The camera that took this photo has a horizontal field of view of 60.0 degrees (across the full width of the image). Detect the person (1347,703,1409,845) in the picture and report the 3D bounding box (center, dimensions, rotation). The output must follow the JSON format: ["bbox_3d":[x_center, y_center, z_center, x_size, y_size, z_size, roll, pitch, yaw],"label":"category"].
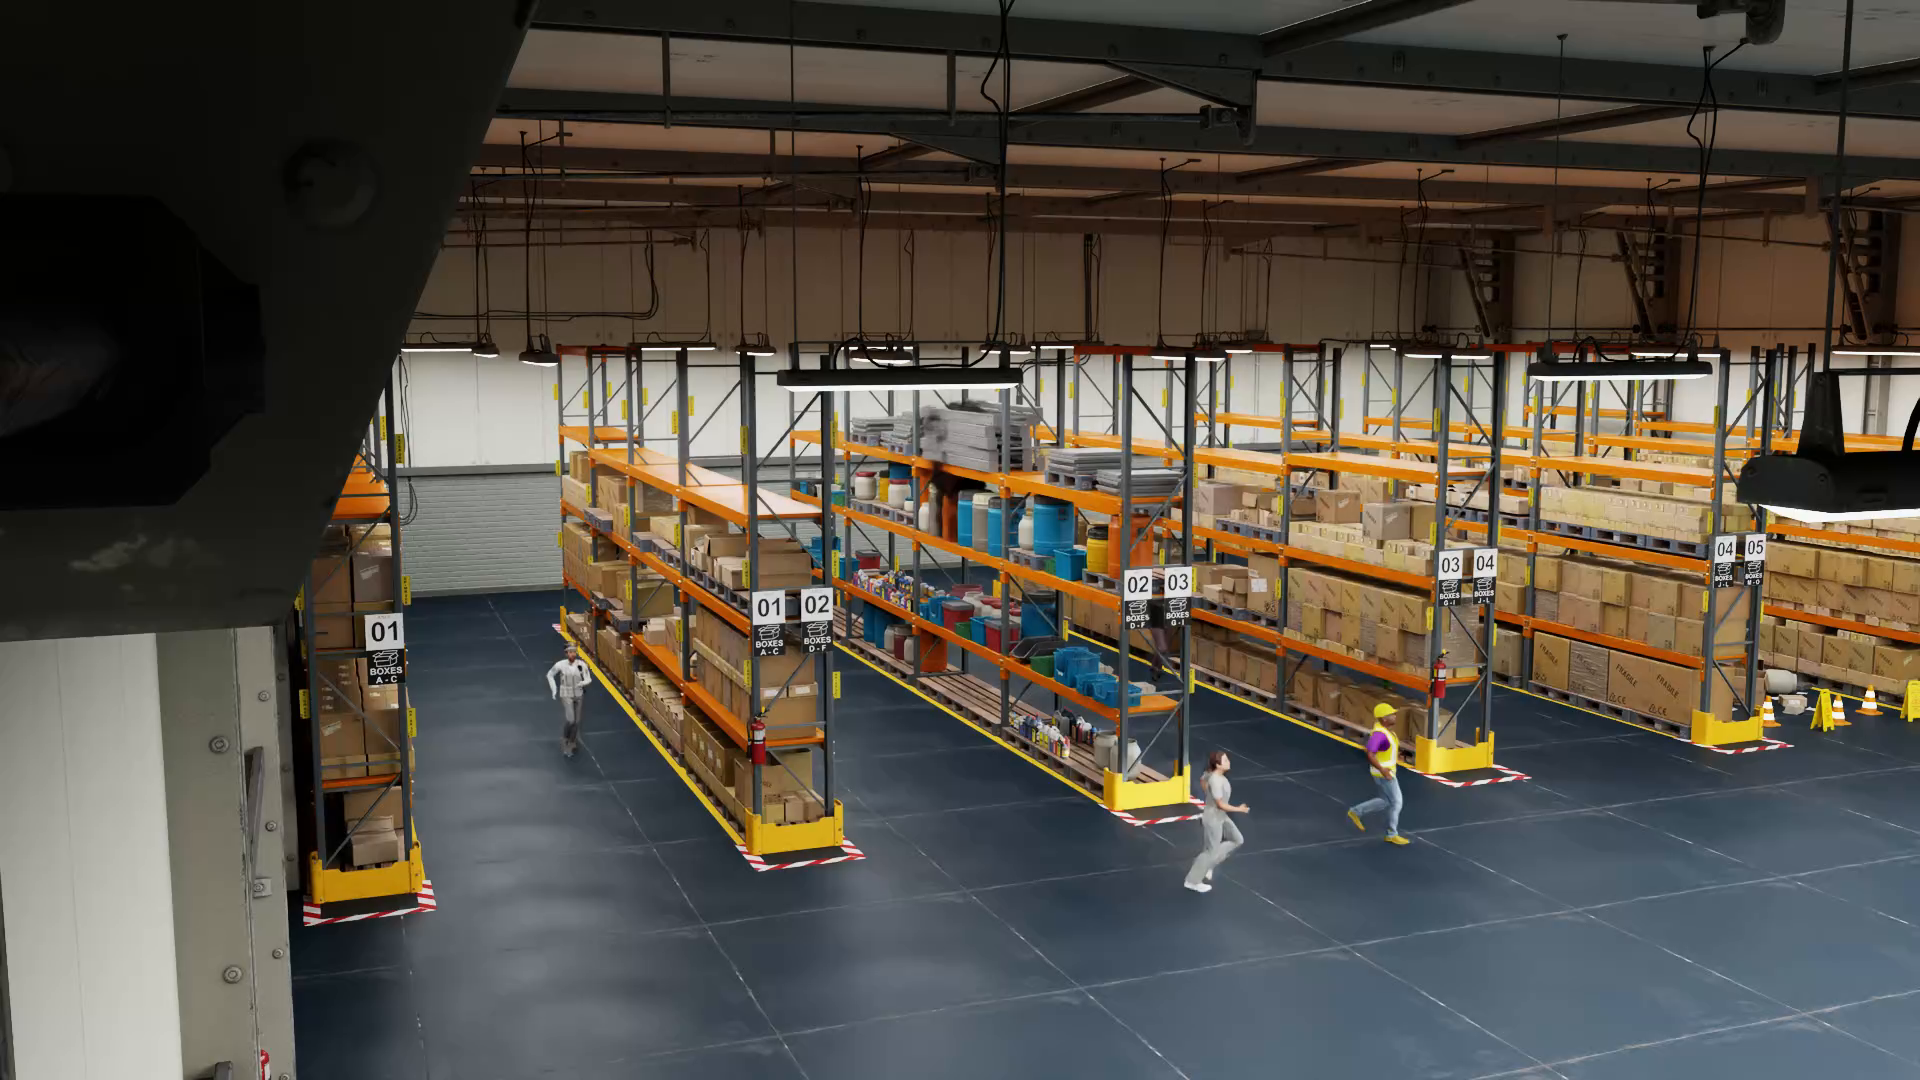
[{"bbox_3d":[5.185,2.873,20.553,0.770,1.756,0.691,2,7,14],"label":"person"}]

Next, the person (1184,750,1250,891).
[{"bbox_3d":[2.905,3.150,18.743,0.721,1.624,0.589,2,7,13],"label":"person"}]

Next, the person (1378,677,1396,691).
[{"bbox_3d":[7.471,1.765,29.188,0.702,1.742,0.637,-4,8,-26],"label":"person"}]

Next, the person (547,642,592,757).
[{"bbox_3d":[-5.775,2.361,24.747,0.580,1.715,0.693,-4,8,-31],"label":"person"}]

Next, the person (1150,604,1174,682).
[{"bbox_3d":[3.522,1.567,28.753,0.661,1.770,0.673,-3,8,-24],"label":"person"}]
